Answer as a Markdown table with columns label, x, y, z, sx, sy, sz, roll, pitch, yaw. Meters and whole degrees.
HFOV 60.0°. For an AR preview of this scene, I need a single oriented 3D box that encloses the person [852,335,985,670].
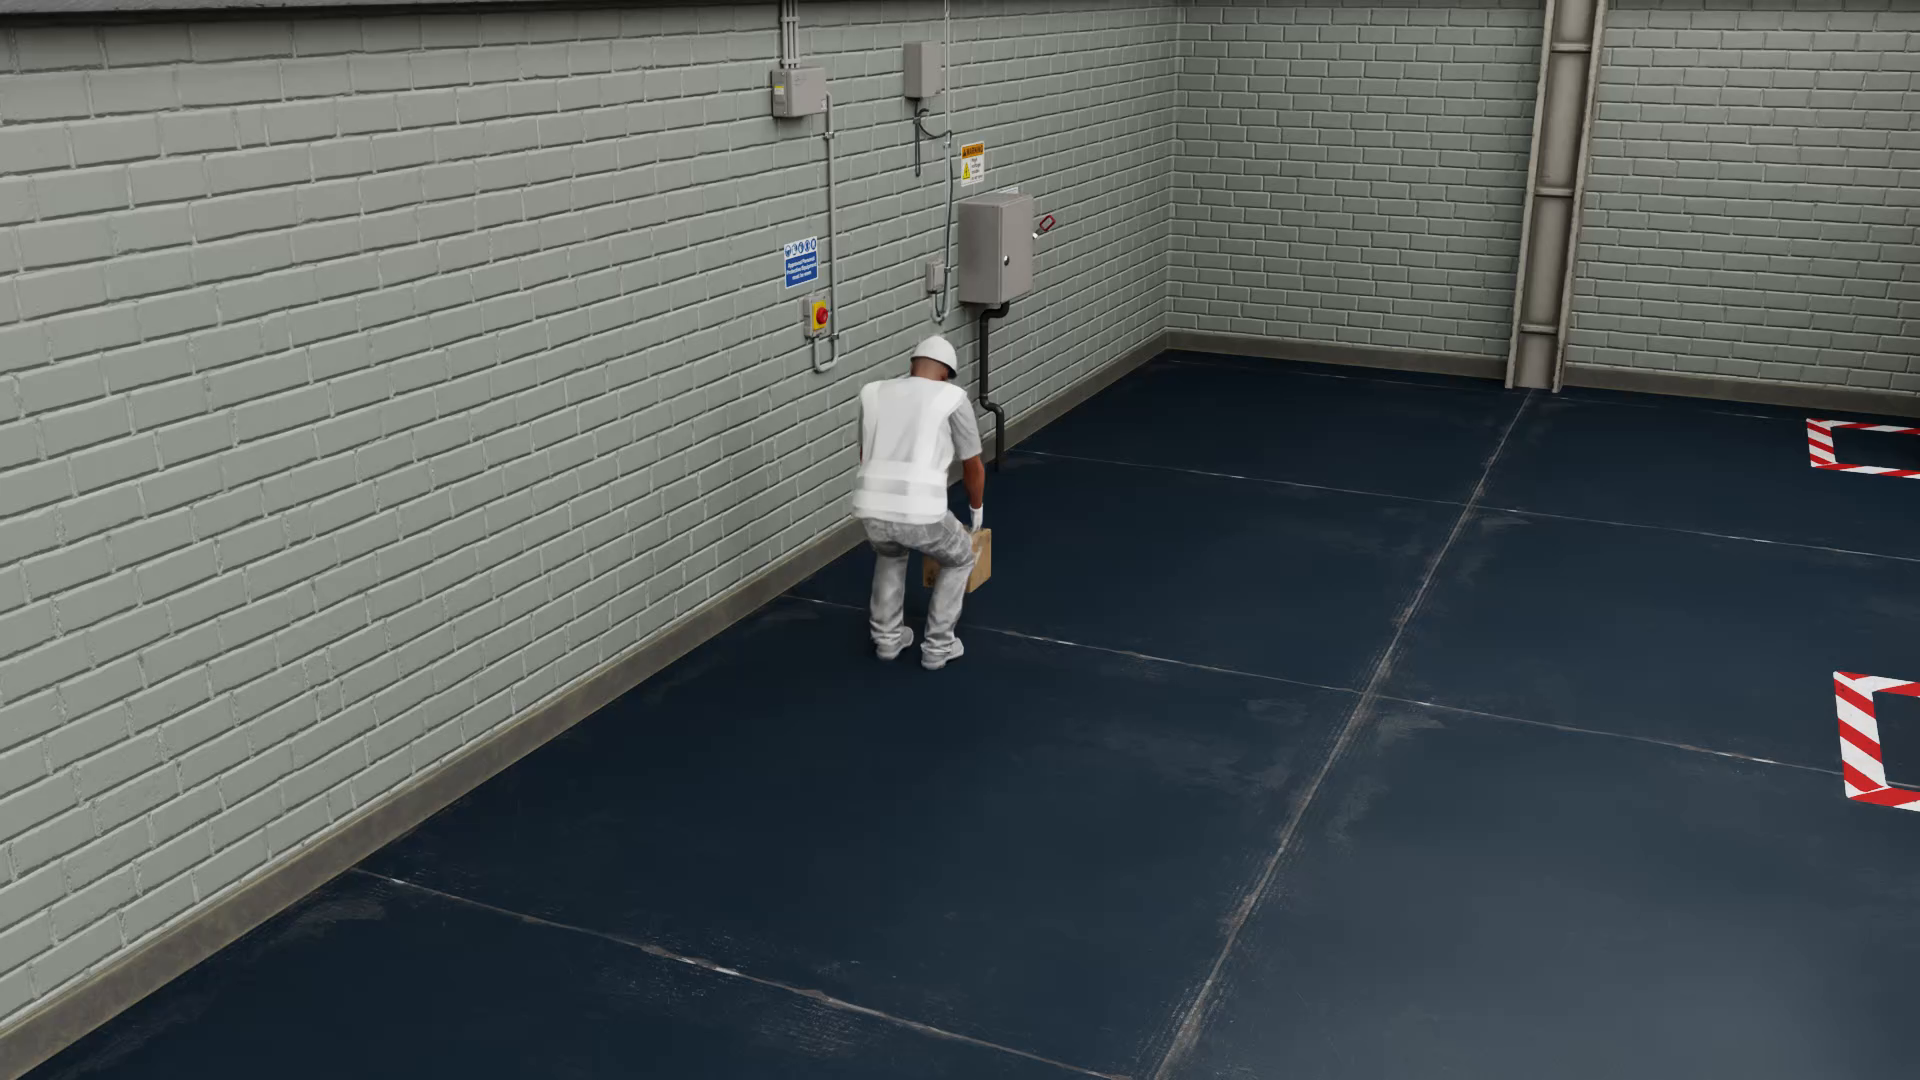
| label | x | y | z | sx | sy | sz | roll | pitch | yaw |
| --- | --- | --- | --- | --- | --- | --- | --- | --- | --- |
| person | -0.220 | -0.168 | 7.555 | 0.612 | 1.441 | 0.755 | 8 | 21 | 23 |
